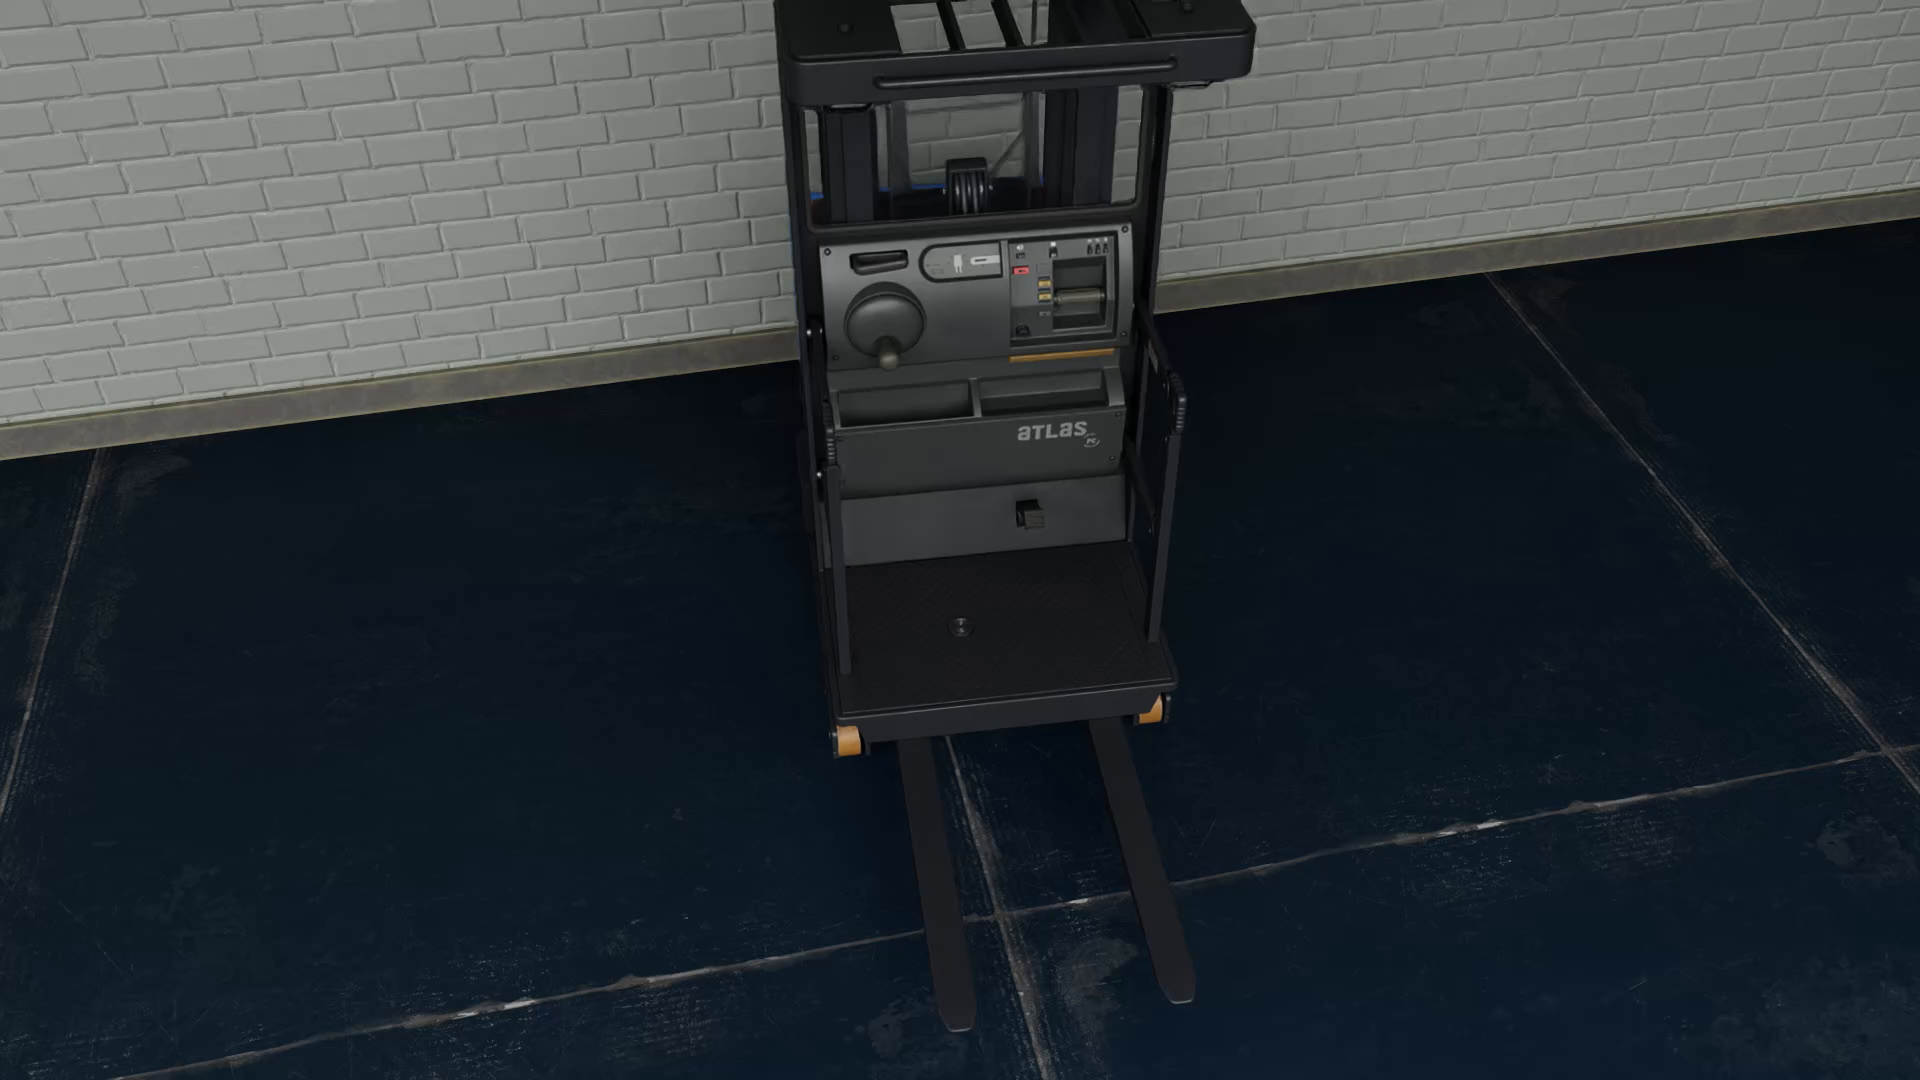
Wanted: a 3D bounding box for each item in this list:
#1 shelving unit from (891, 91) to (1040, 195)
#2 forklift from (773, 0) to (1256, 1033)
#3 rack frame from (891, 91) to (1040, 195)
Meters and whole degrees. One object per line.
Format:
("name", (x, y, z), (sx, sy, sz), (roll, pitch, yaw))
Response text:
("shelving unit", (-0.059, -1.156, 6.394), (0.538, 1.500, 1.048), (-8, 30, -9))
("forklift", (0.087, -0.643, 4.767), (1.130, 2.935, 3.031), (-5, 42, -6))
("rack frame", (0.046, -0.911, 5.961), (0.500, 1.500, 0.032), (-8, 30, -9))
